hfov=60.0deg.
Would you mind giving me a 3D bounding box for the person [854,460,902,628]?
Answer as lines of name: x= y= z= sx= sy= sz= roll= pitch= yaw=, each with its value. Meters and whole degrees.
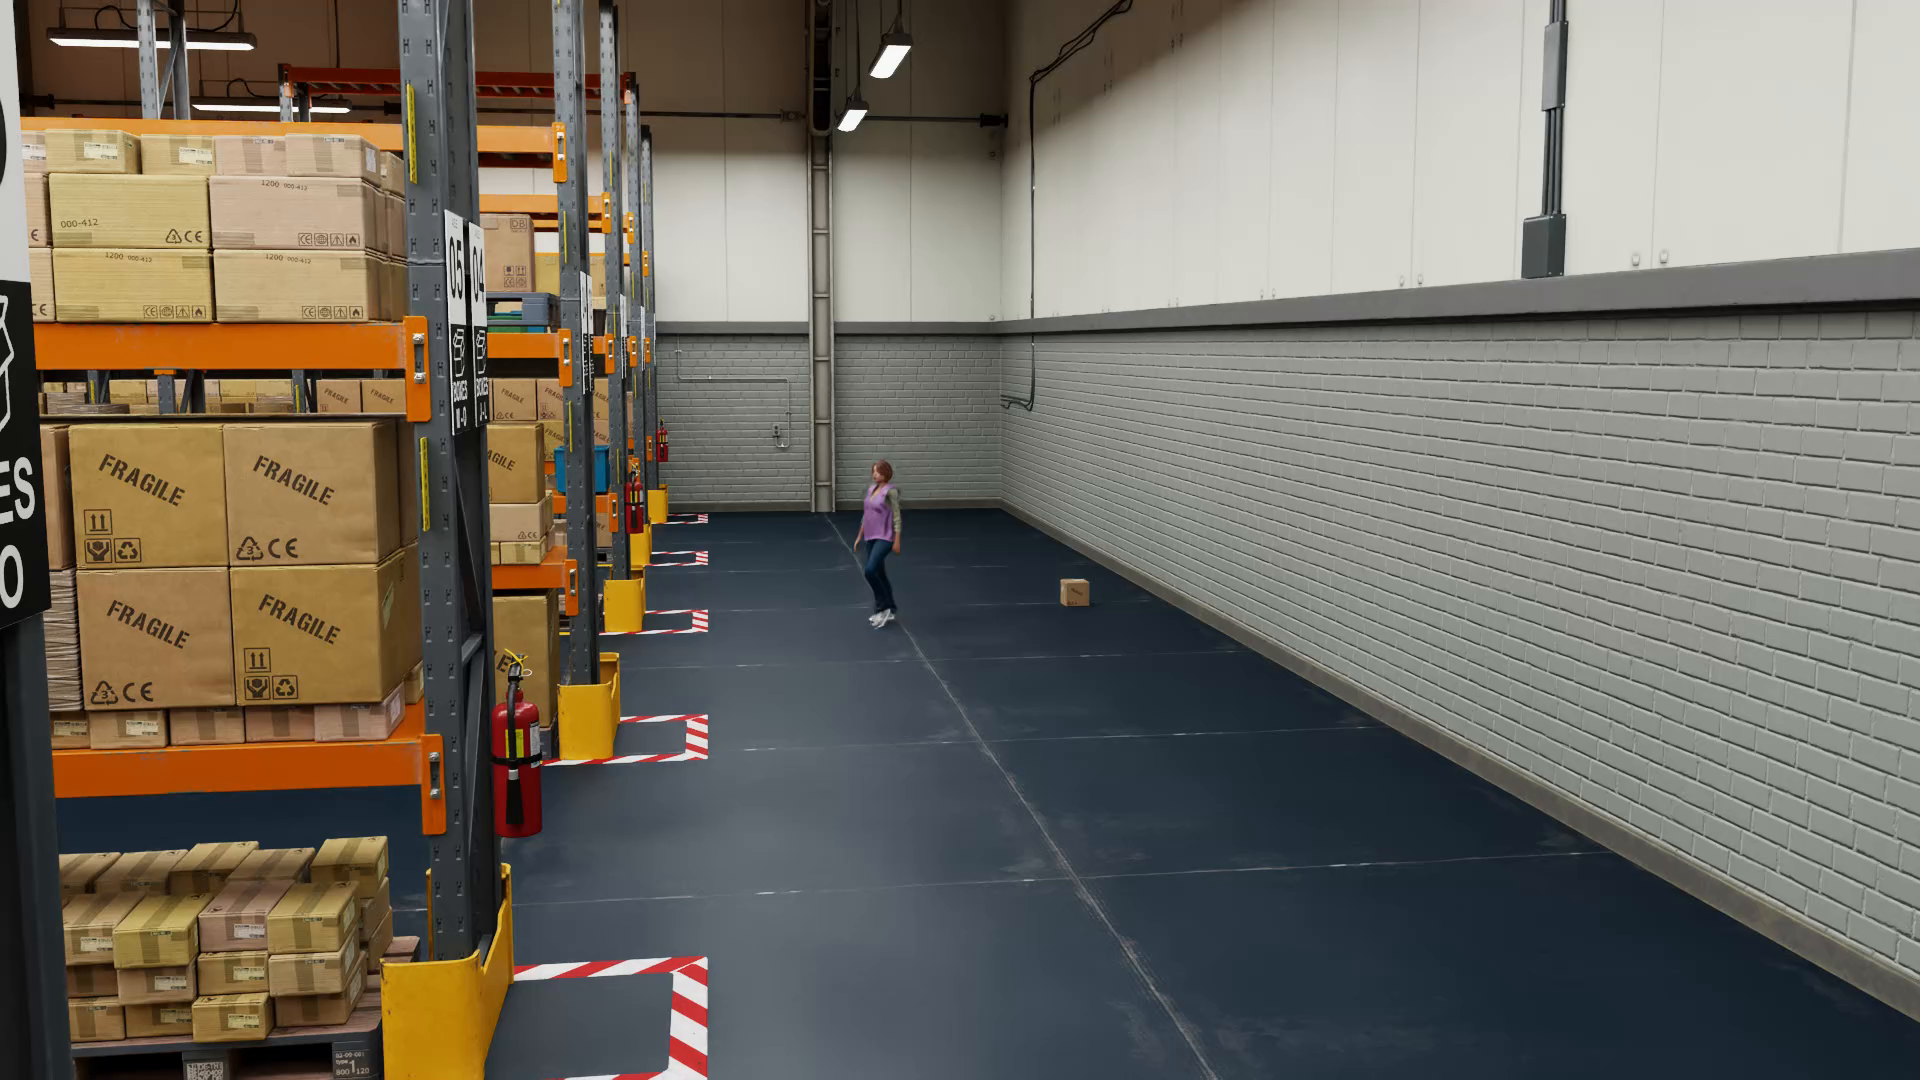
person: x=-0.801 y=0.038 z=16.164 sx=0.451 sy=1.628 sz=0.415 roll=-5 pitch=8 yaw=-38
